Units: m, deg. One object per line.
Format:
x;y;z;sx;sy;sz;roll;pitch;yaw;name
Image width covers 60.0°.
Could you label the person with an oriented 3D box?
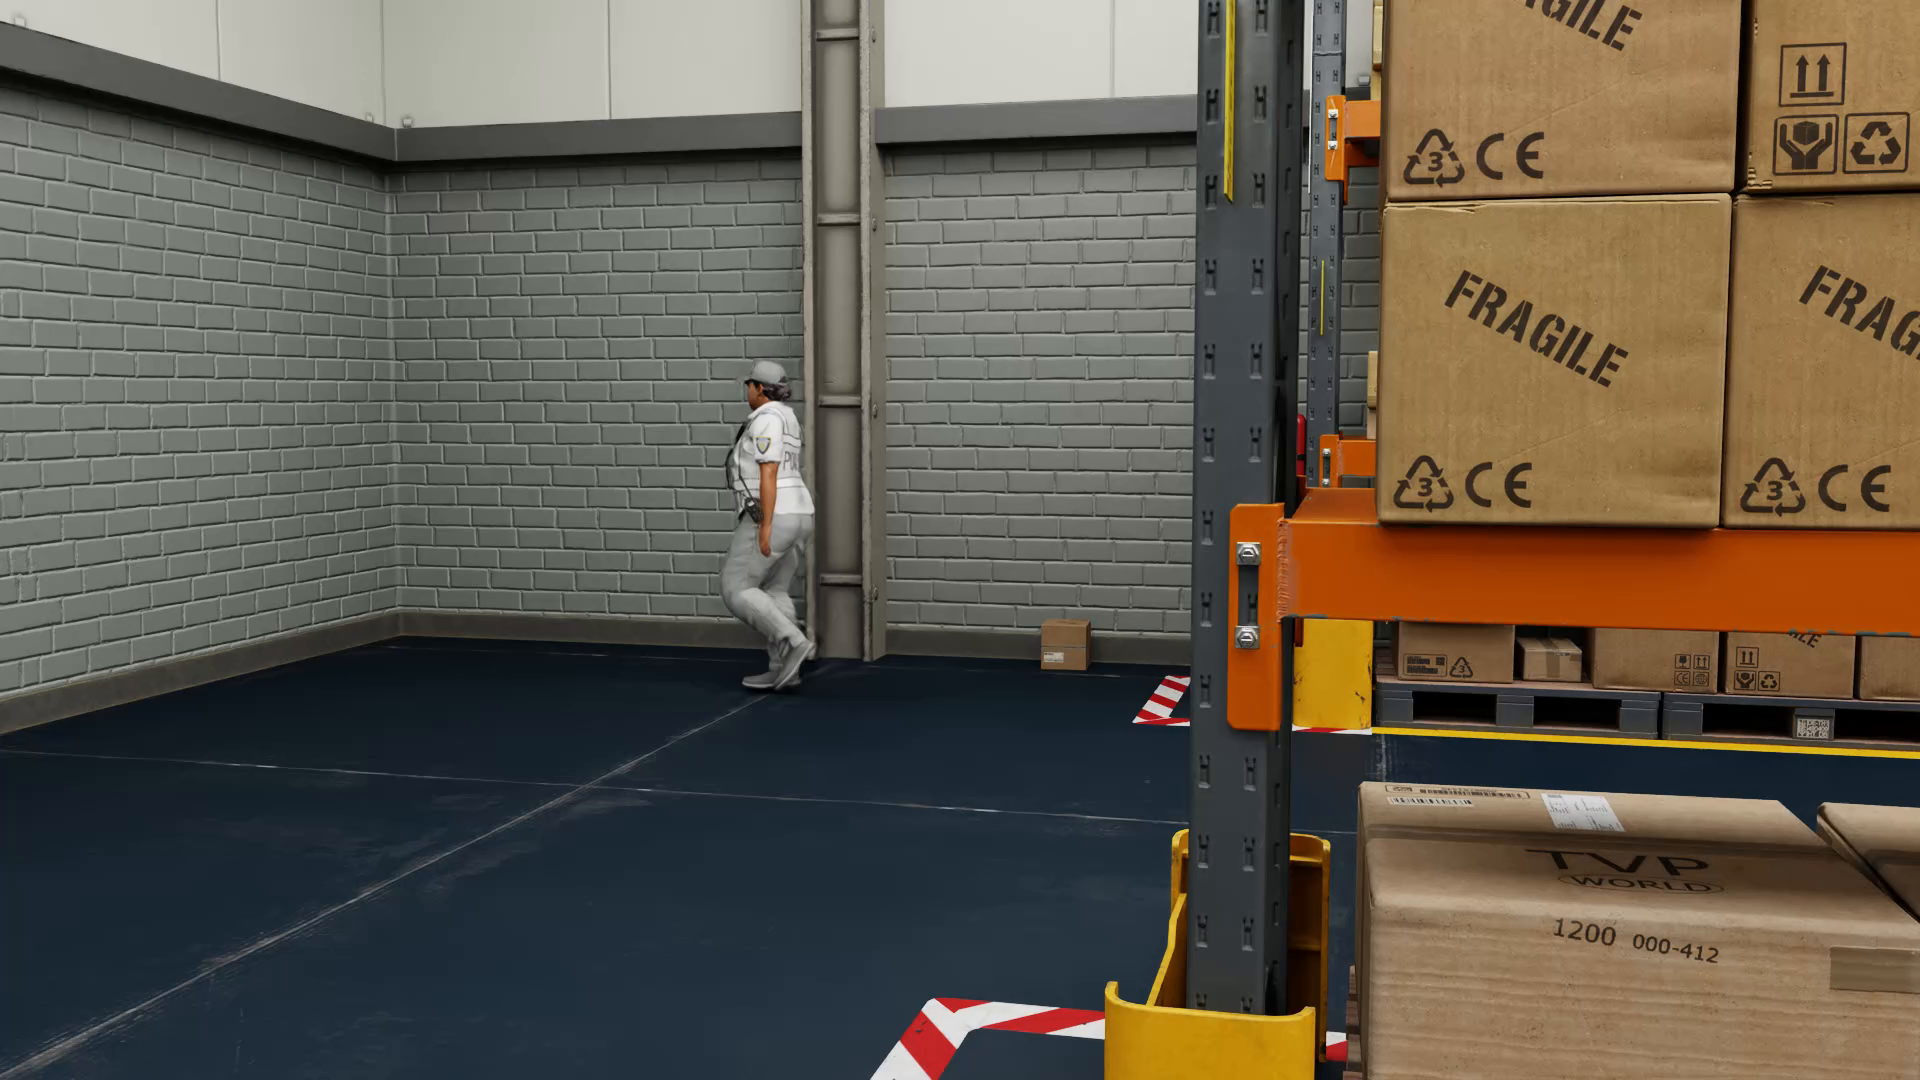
-0.922;-0.077;8.401;0.478;1.656;0.516;1;5;11;person
